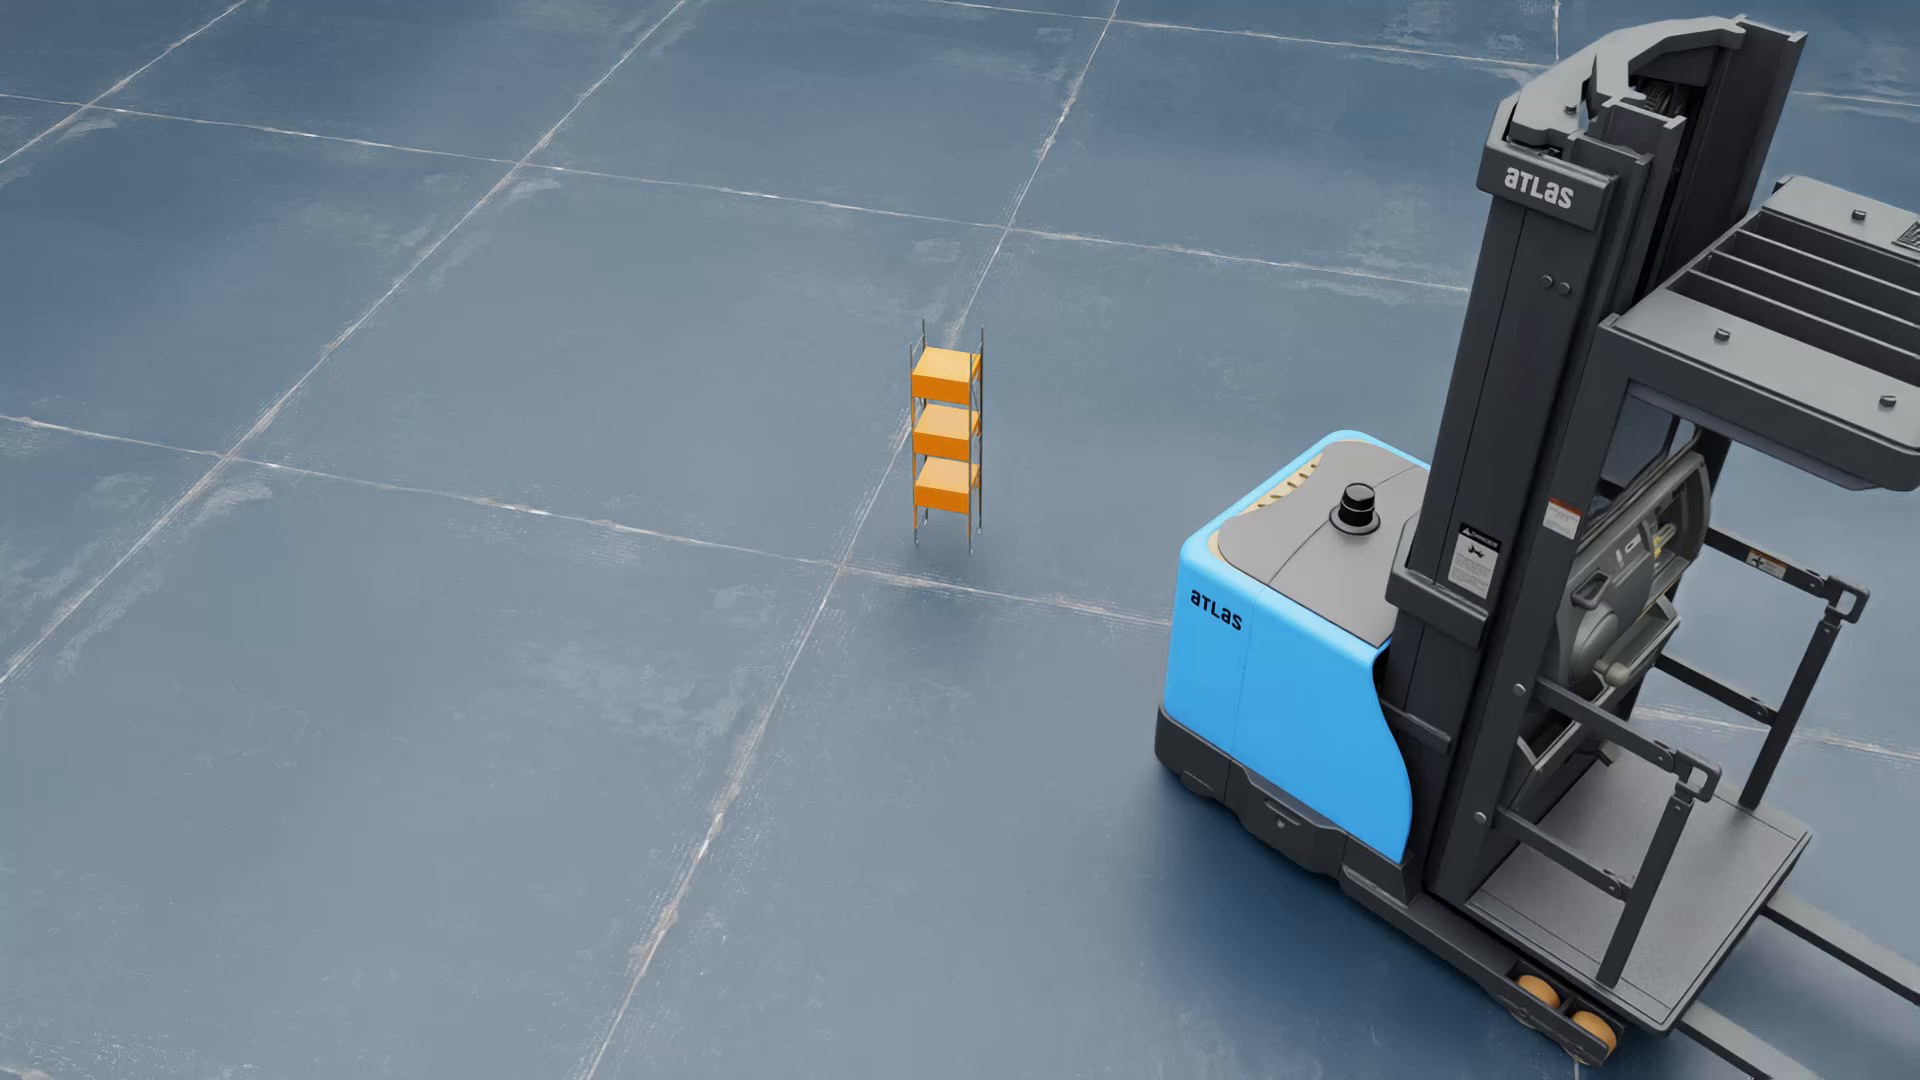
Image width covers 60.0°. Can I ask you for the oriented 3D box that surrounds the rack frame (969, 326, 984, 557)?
[{"bbox_3d":[0.066,-0.391,6.899,0.008,1.050,0.200,10,41,11],"label":"rack frame"}]

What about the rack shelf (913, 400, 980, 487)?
[{"bbox_3d":[-0.052,-0.403,6.930,0.240,0.259,0.215,10,41,11],"label":"rack shelf"}]

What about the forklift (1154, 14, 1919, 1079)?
[{"bbox_3d":[2.131,0.156,4.786,3.031,2.935,1.130,32,50,32],"label":"forklift"}]

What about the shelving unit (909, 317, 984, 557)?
[{"bbox_3d":[-0.052,-0.411,6.923,0.252,1.050,0.215,10,41,11],"label":"shelving unit"}]

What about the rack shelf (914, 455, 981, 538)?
[{"bbox_3d":[-0.052,-0.190,7.109,0.240,0.259,0.215,10,41,11],"label":"rack shelf"}]

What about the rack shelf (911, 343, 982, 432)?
[{"bbox_3d":[-0.052,-0.620,6.747,0.240,0.259,0.215,10,41,11],"label":"rack shelf"}]

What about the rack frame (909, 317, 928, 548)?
[{"bbox_3d":[-0.170,-0.431,6.947,0.008,1.050,0.200,10,41,11],"label":"rack frame"}]
